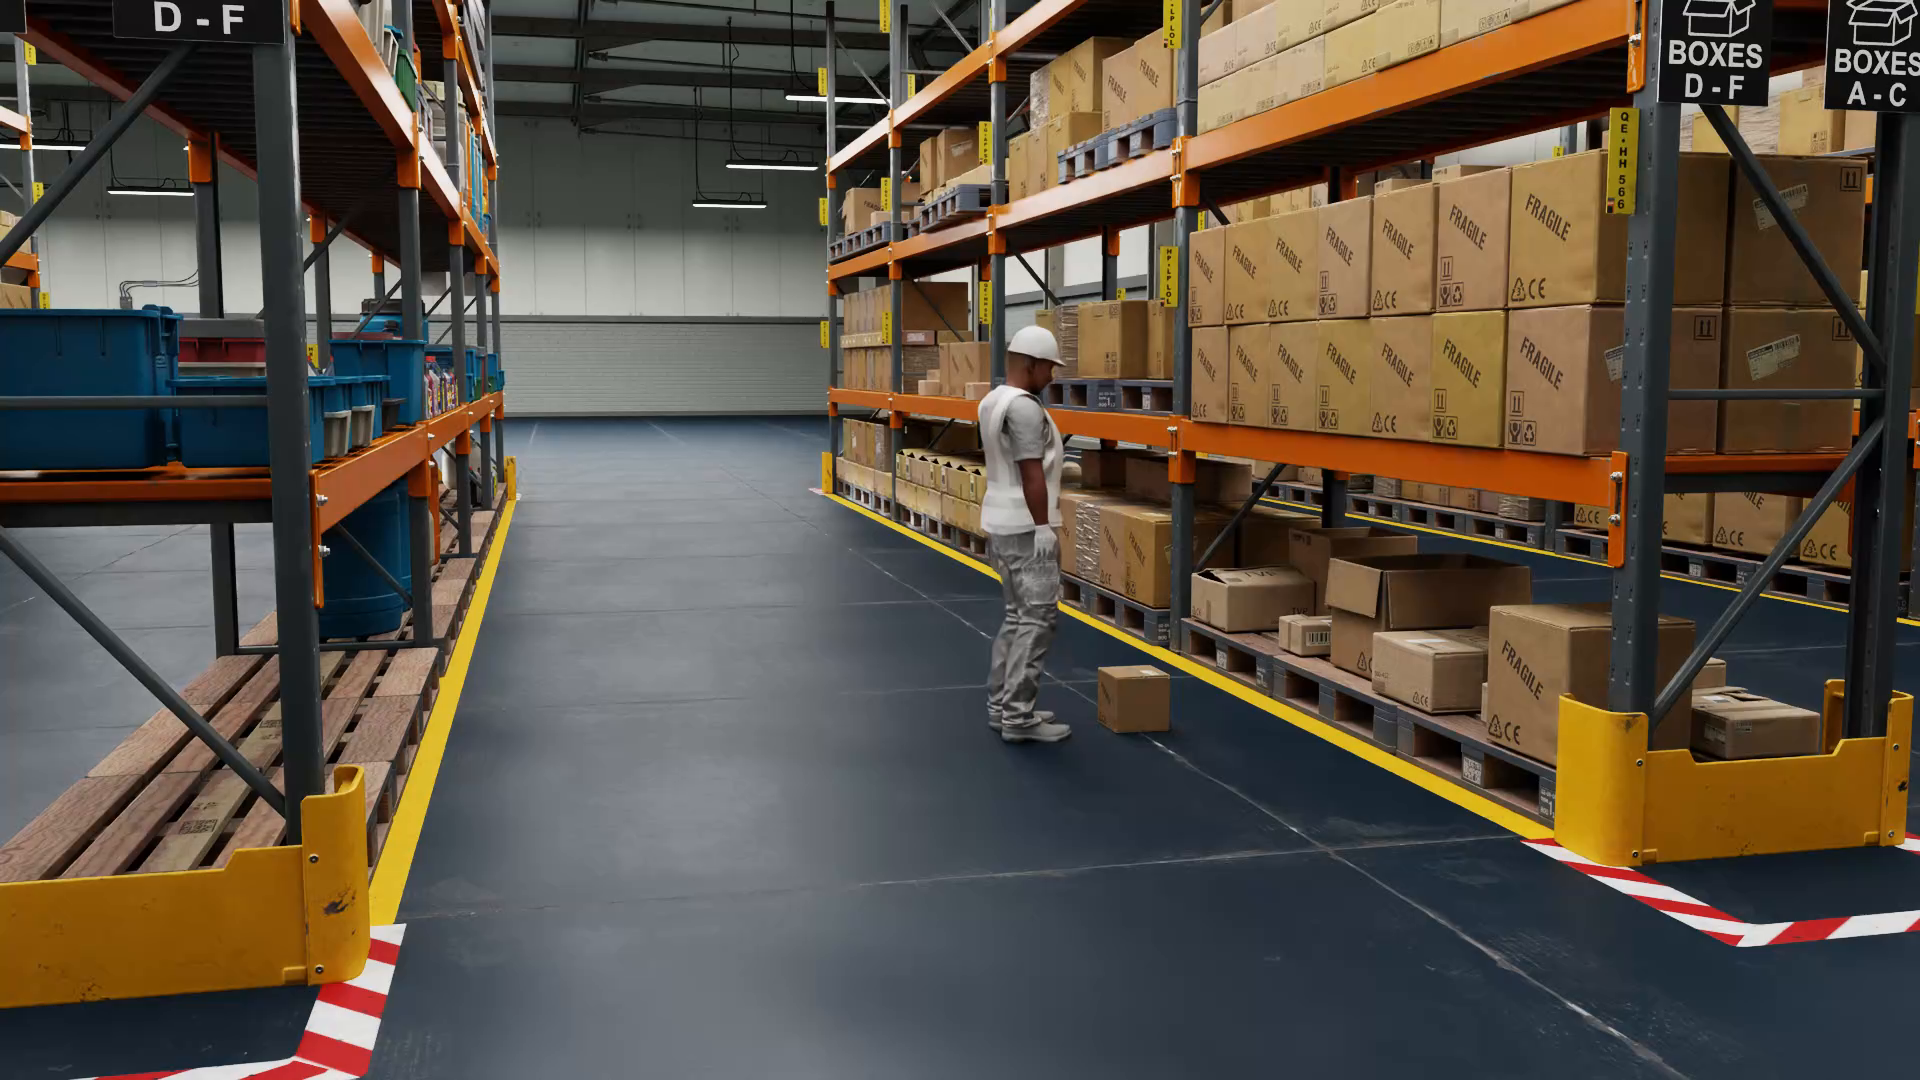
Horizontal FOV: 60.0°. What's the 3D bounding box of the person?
[{"bbox_3d":[0.280,-0.037,7.219,0.373,1.771,0.553,-1,6,-13],"label":"person"}]
